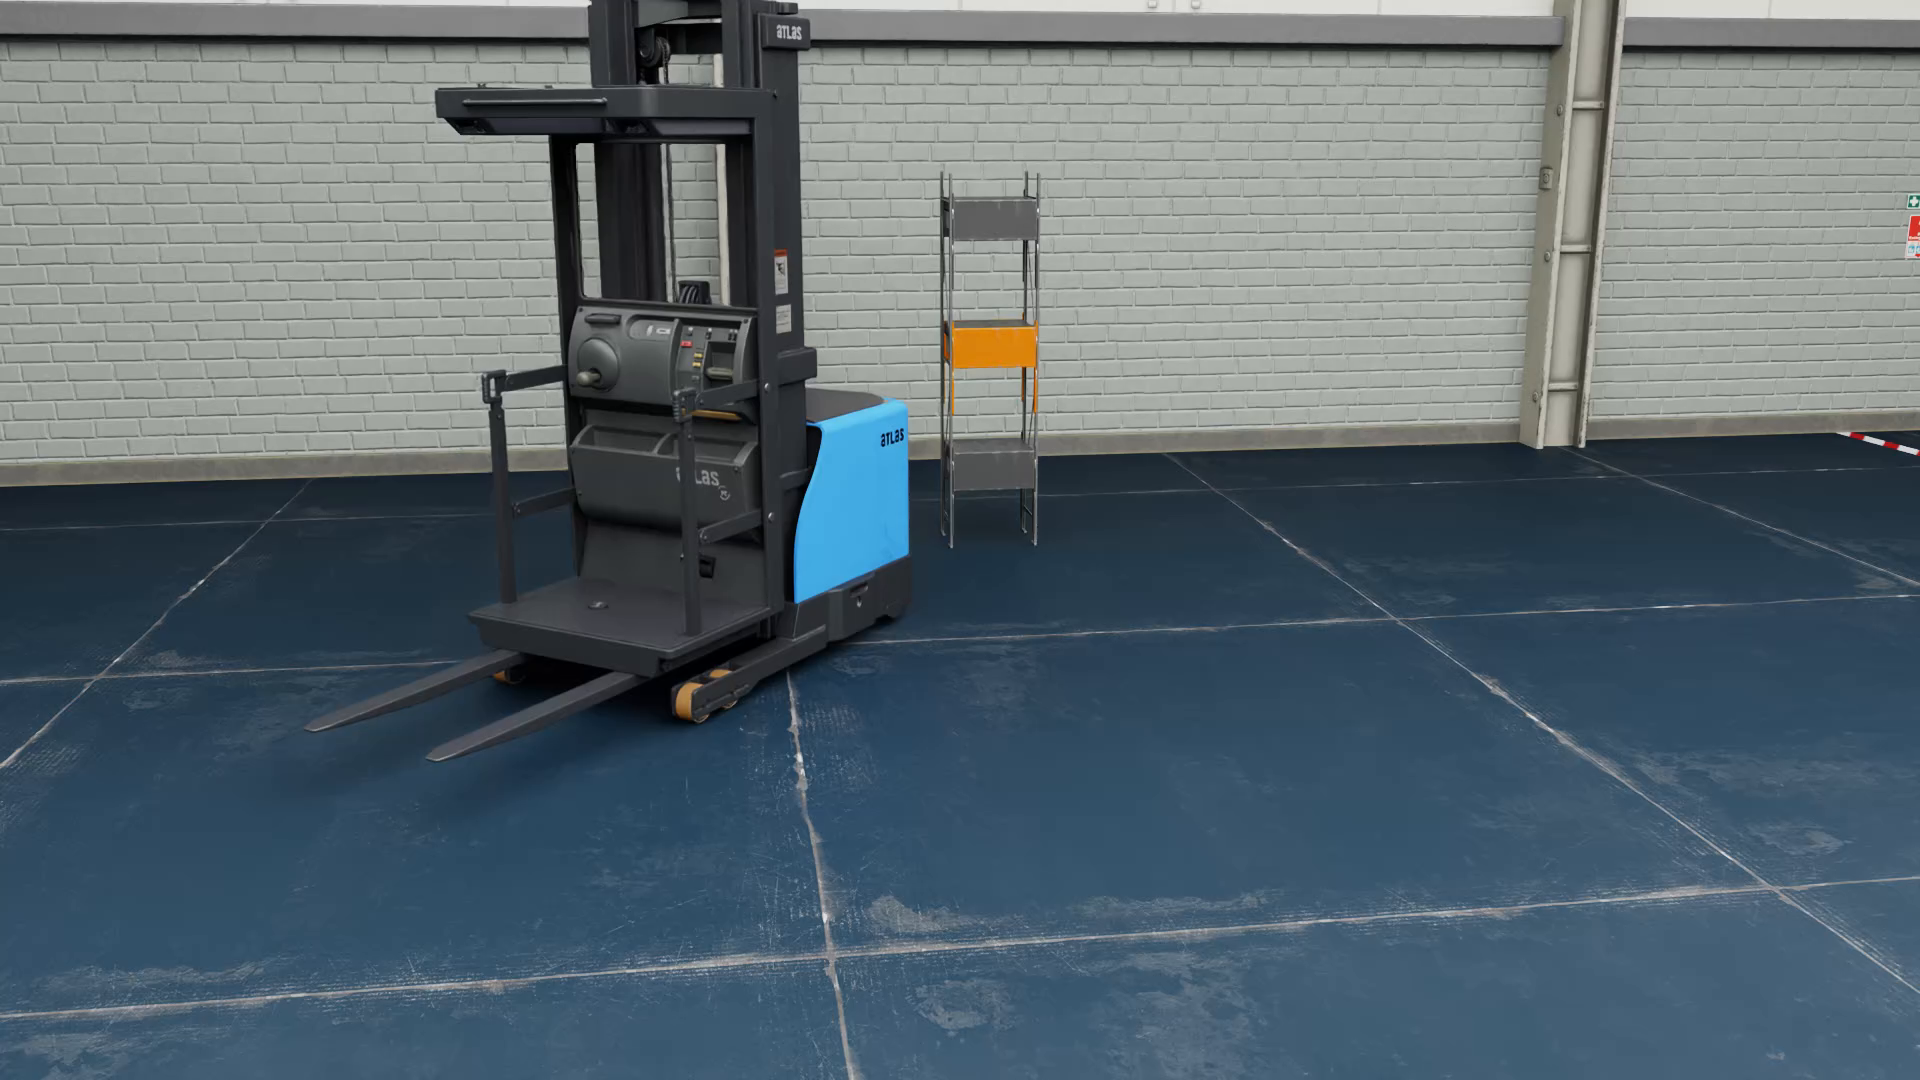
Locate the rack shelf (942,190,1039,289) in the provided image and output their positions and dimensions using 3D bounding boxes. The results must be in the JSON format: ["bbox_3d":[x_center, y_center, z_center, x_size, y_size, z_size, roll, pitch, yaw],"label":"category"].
[{"bbox_3d":[0.164,-1.690,9.323,0.480,0.518,0.431,-2,14,-8],"label":"rack shelf"}]

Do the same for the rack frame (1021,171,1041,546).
[{"bbox_3d":[0.405,-1.033,9.526,0.015,2.100,0.400,-2,14,-8],"label":"rack frame"}]

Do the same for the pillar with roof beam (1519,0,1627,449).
[{"bbox_3d":[5.127,-4.056,7.397,0.400,9.000,9.100,-2,14,-8],"label":"pillar with roof beam"}]

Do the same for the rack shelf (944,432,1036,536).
[{"bbox_3d":[0.164,-0.332,9.664,0.480,0.518,0.431,-2,14,-8],"label":"rack shelf"}]

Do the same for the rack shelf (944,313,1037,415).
[{"bbox_3d":[0.164,-1.011,9.494,0.480,0.518,0.431,-2,14,-8],"label":"rack shelf"}]

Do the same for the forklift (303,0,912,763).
[{"bbox_3d":[-1.382,-0.802,6.895,1.130,2.935,3.031,8,16,28],"label":"forklift"}]

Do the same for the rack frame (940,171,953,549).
[{"bbox_3d":[-0.078,-1.016,9.455,0.015,2.100,0.400,-2,14,-8],"label":"rack frame"}]

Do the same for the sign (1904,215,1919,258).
[{"bbox_3d":[7.408,-2.341,12.817,0.234,0.329,0.001,-2,14,-8],"label":"sign"}]

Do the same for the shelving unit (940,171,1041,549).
[{"bbox_3d":[0.164,-1.024,9.490,0.503,2.100,0.431,-2,14,-8],"label":"shelving unit"}]

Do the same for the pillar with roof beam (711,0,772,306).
[{"bbox_3d":[-0.806,-3.839,6.530,0.400,9.000,9.100,-2,14,-8],"label":"pillar with roof beam"}]

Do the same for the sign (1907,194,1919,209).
[{"bbox_3d":[7.413,-2.596,12.745,0.331,0.109,0.001,-2,14,-8],"label":"sign"}]
